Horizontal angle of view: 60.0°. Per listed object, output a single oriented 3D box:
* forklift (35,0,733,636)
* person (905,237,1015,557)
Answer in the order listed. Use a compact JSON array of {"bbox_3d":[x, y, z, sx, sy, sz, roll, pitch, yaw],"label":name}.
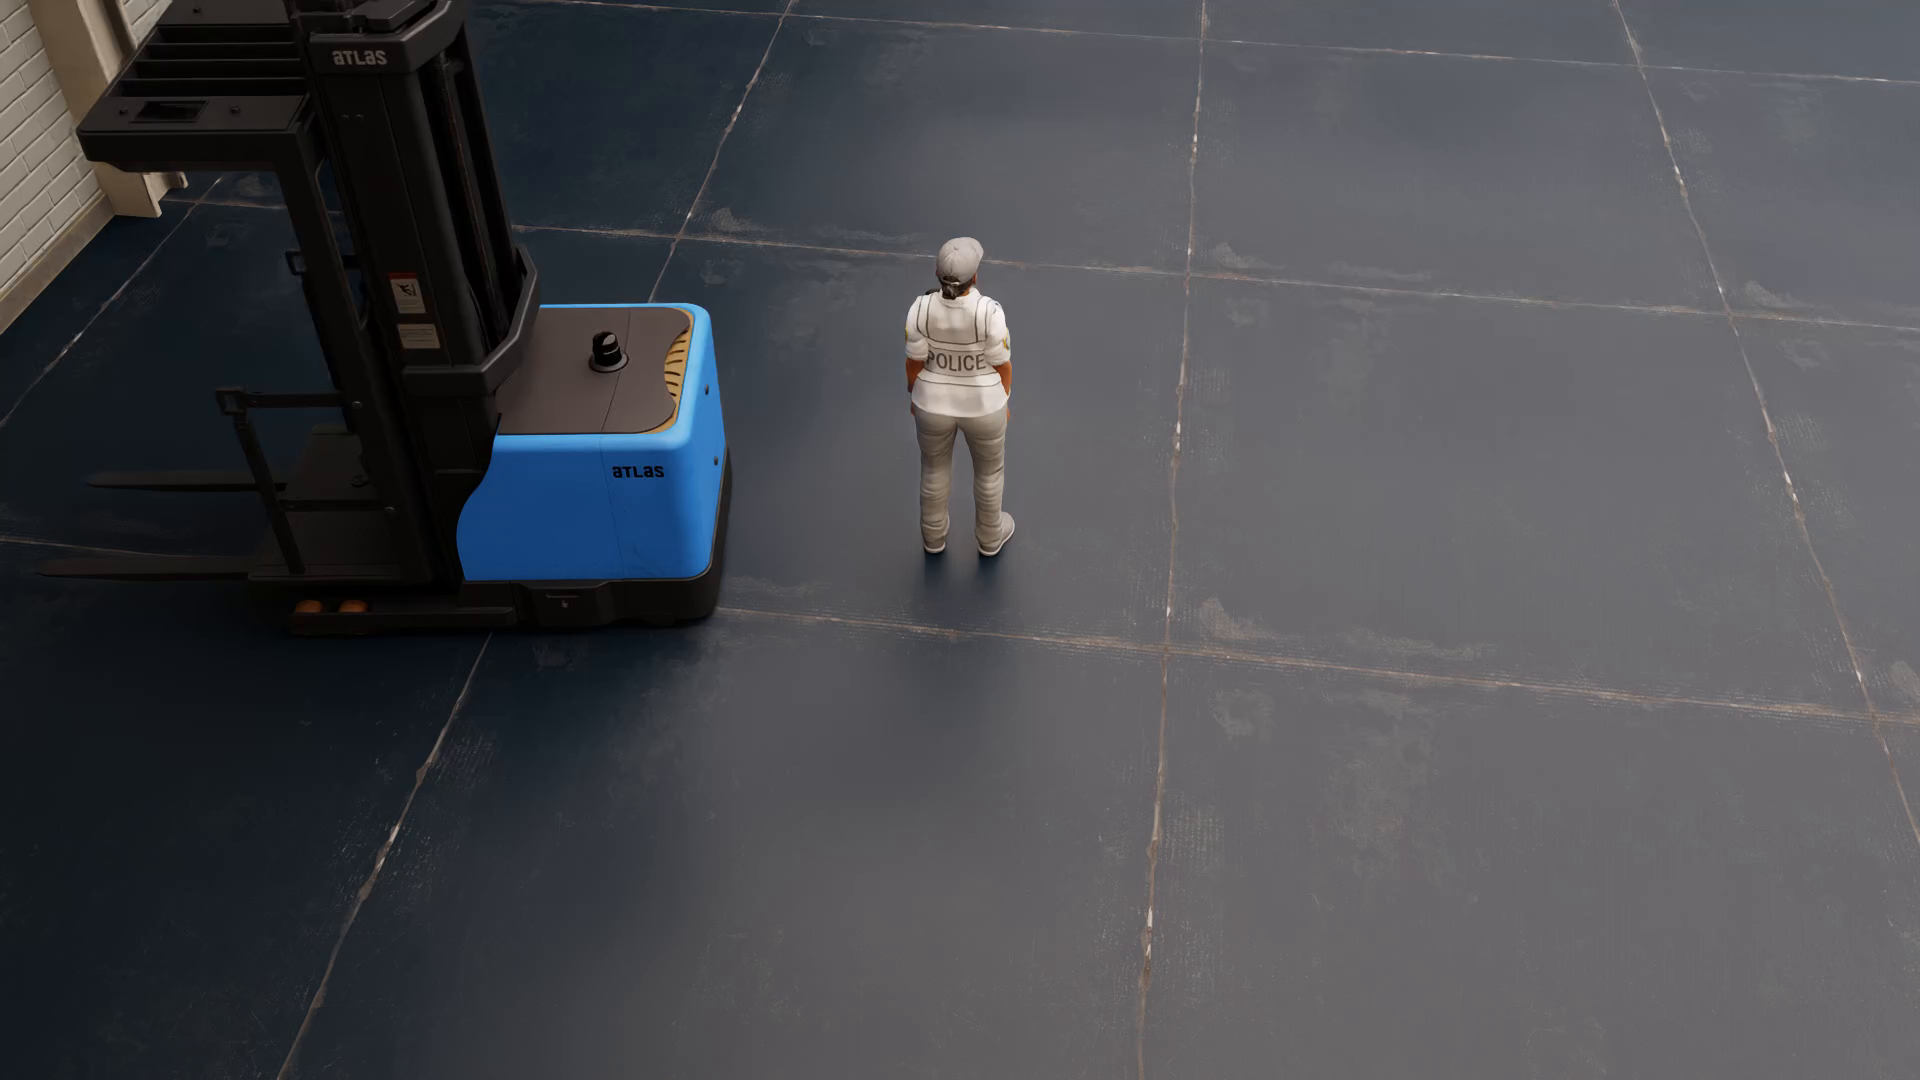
[{"bbox_3d":[-2.614,-1.014,6.828,3.031,2.935,1.130,-1,43,-1],"label":"forklift"},{"bbox_3d":[0.010,-0.610,7.330,0.476,1.668,0.388,5,43,6],"label":"person"}]
